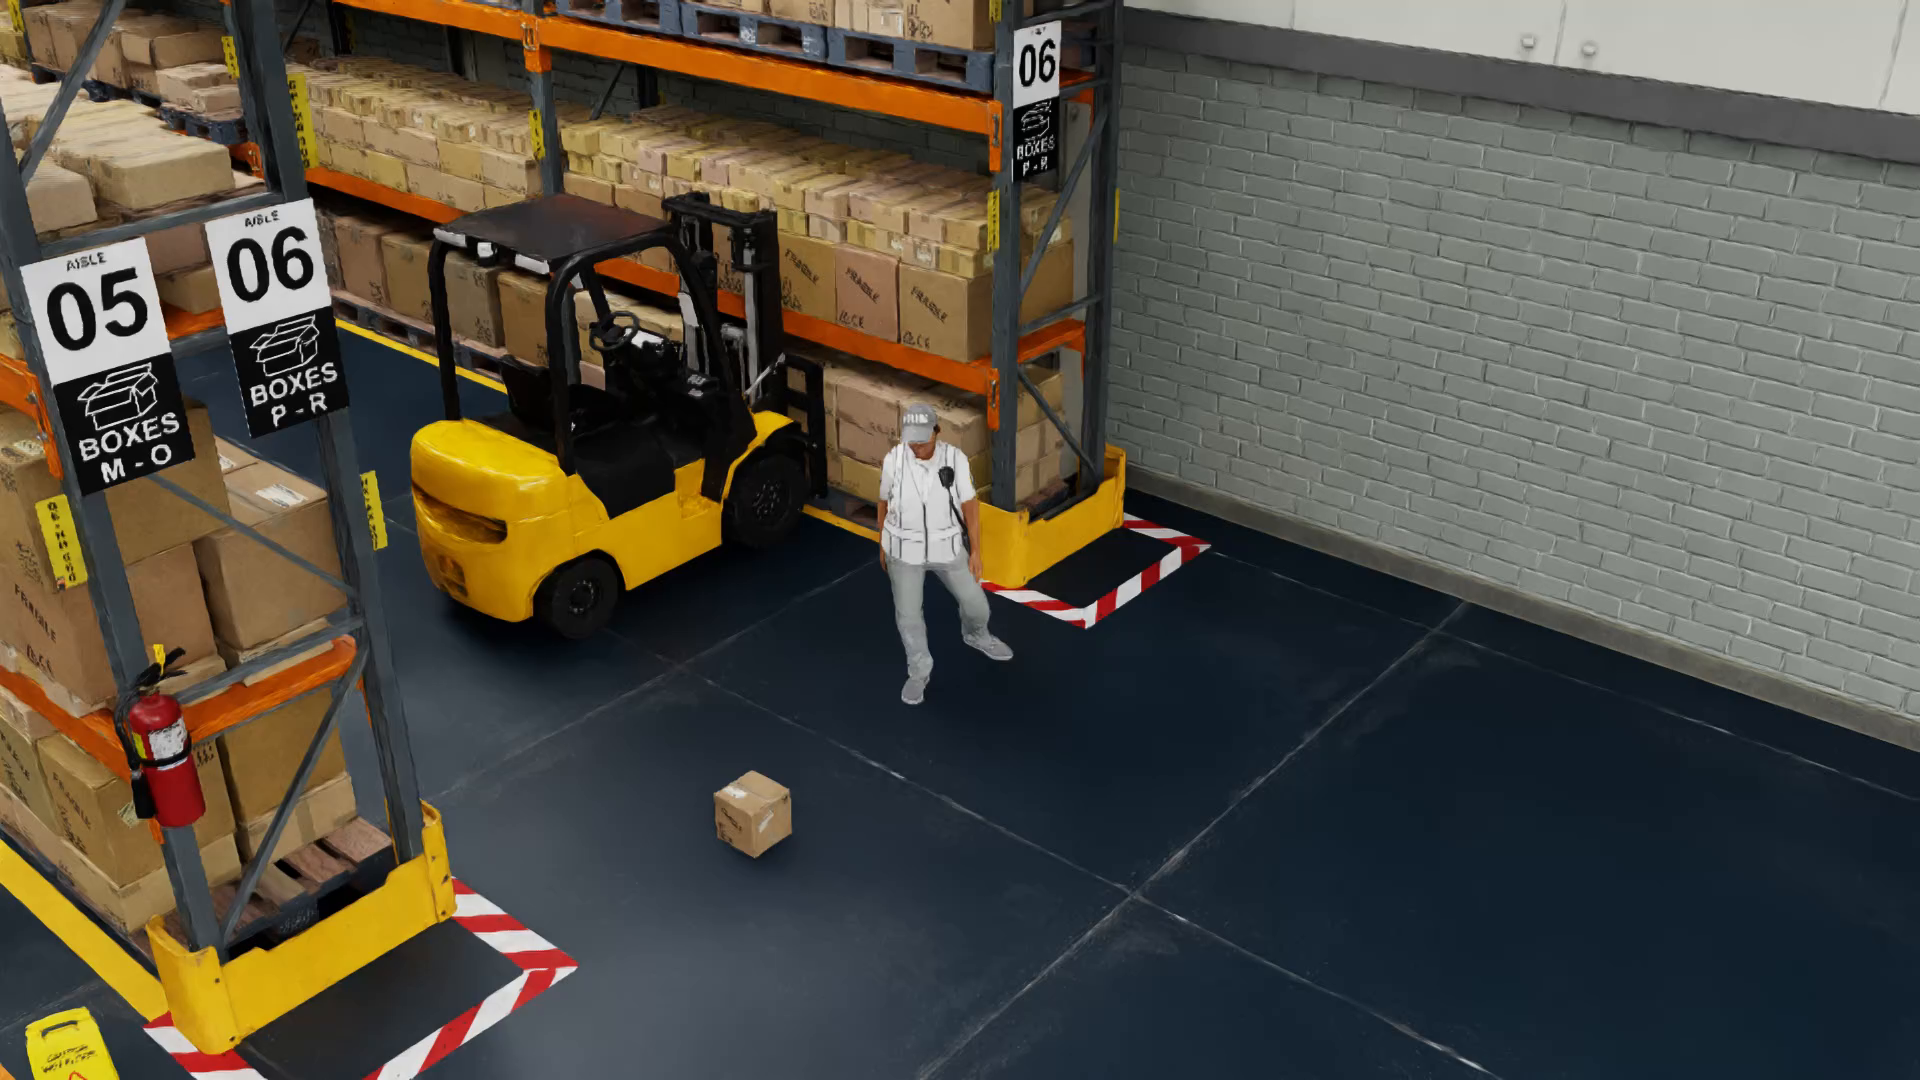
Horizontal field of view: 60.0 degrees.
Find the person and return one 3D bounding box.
[{"bbox_3d":[-0.110,0.102,8.606,0.591,1.355,0.513,-2,28,-5],"label":"person"}]
